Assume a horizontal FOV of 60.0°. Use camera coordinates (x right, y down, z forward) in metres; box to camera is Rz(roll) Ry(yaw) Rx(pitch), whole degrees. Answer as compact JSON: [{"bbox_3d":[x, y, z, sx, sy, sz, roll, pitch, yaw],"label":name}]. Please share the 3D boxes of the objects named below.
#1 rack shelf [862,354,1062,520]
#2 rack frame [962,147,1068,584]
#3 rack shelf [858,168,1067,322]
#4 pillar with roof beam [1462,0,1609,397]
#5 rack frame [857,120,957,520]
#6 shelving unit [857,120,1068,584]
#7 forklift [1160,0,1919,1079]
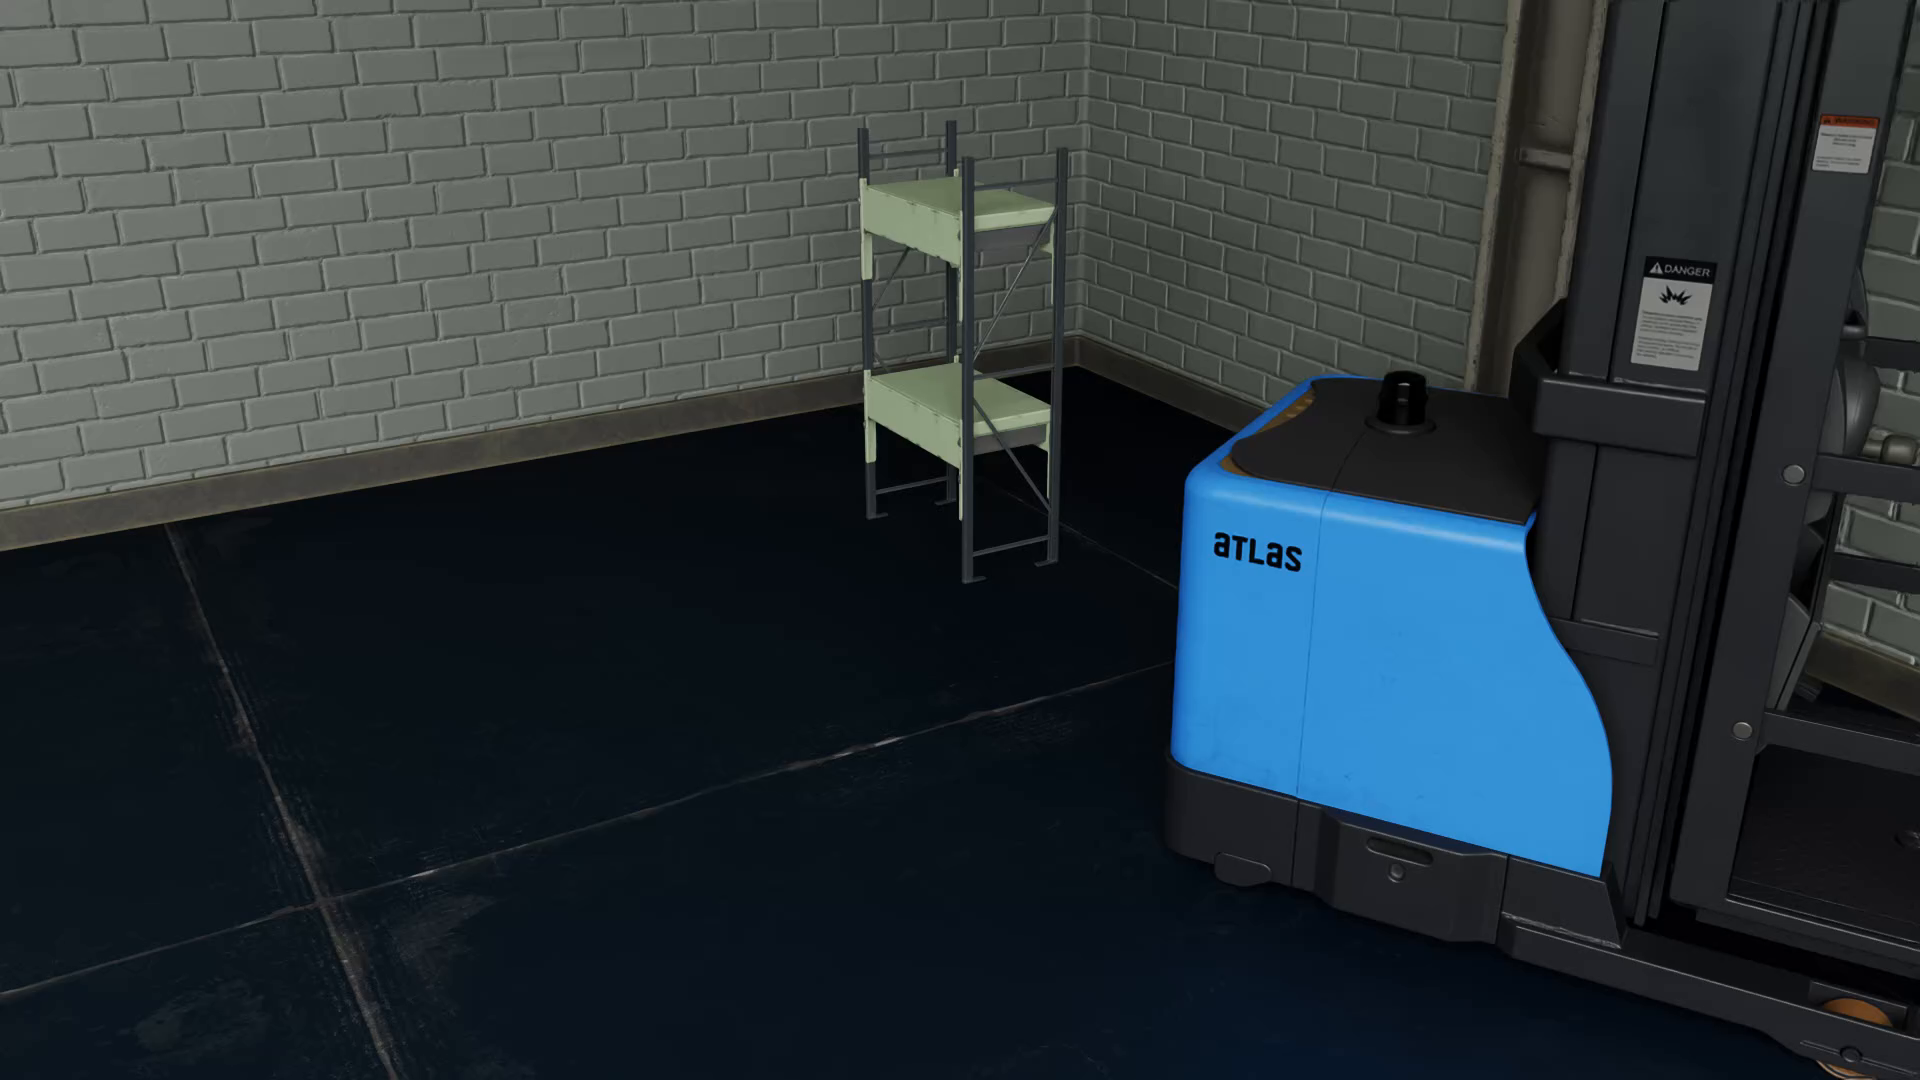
[{"bbox_3d":[-0.003,-0.395,6.157,0.431,0.370,0.720,-13,25,-28],"label":"rack shelf"},{"bbox_3d":[0.184,-0.578,5.743,0.400,1.500,0.023,-13,25,-28],"label":"rack frame"},{"bbox_3d":[-0.003,-1.058,5.887,0.431,0.370,0.720,-13,25,-28],"label":"rack shelf"},{"bbox_3d":[-1.682,-3.249,2.354,9.100,9.000,0.400,-13,25,-28],"label":"pillar with roof beam"},{"bbox_3d":[-0.190,-0.815,6.326,0.400,1.500,0.023,-13,25,-28],"label":"rack frame"},{"bbox_3d":[-0.003,-0.697,6.034,0.431,1.500,0.755,-13,25,-28],"label":"shelving unit"},{"bbox_3d":[2.051,-0.411,3.429,3.031,2.935,1.130,12,25,27],"label":"forklift"}]
